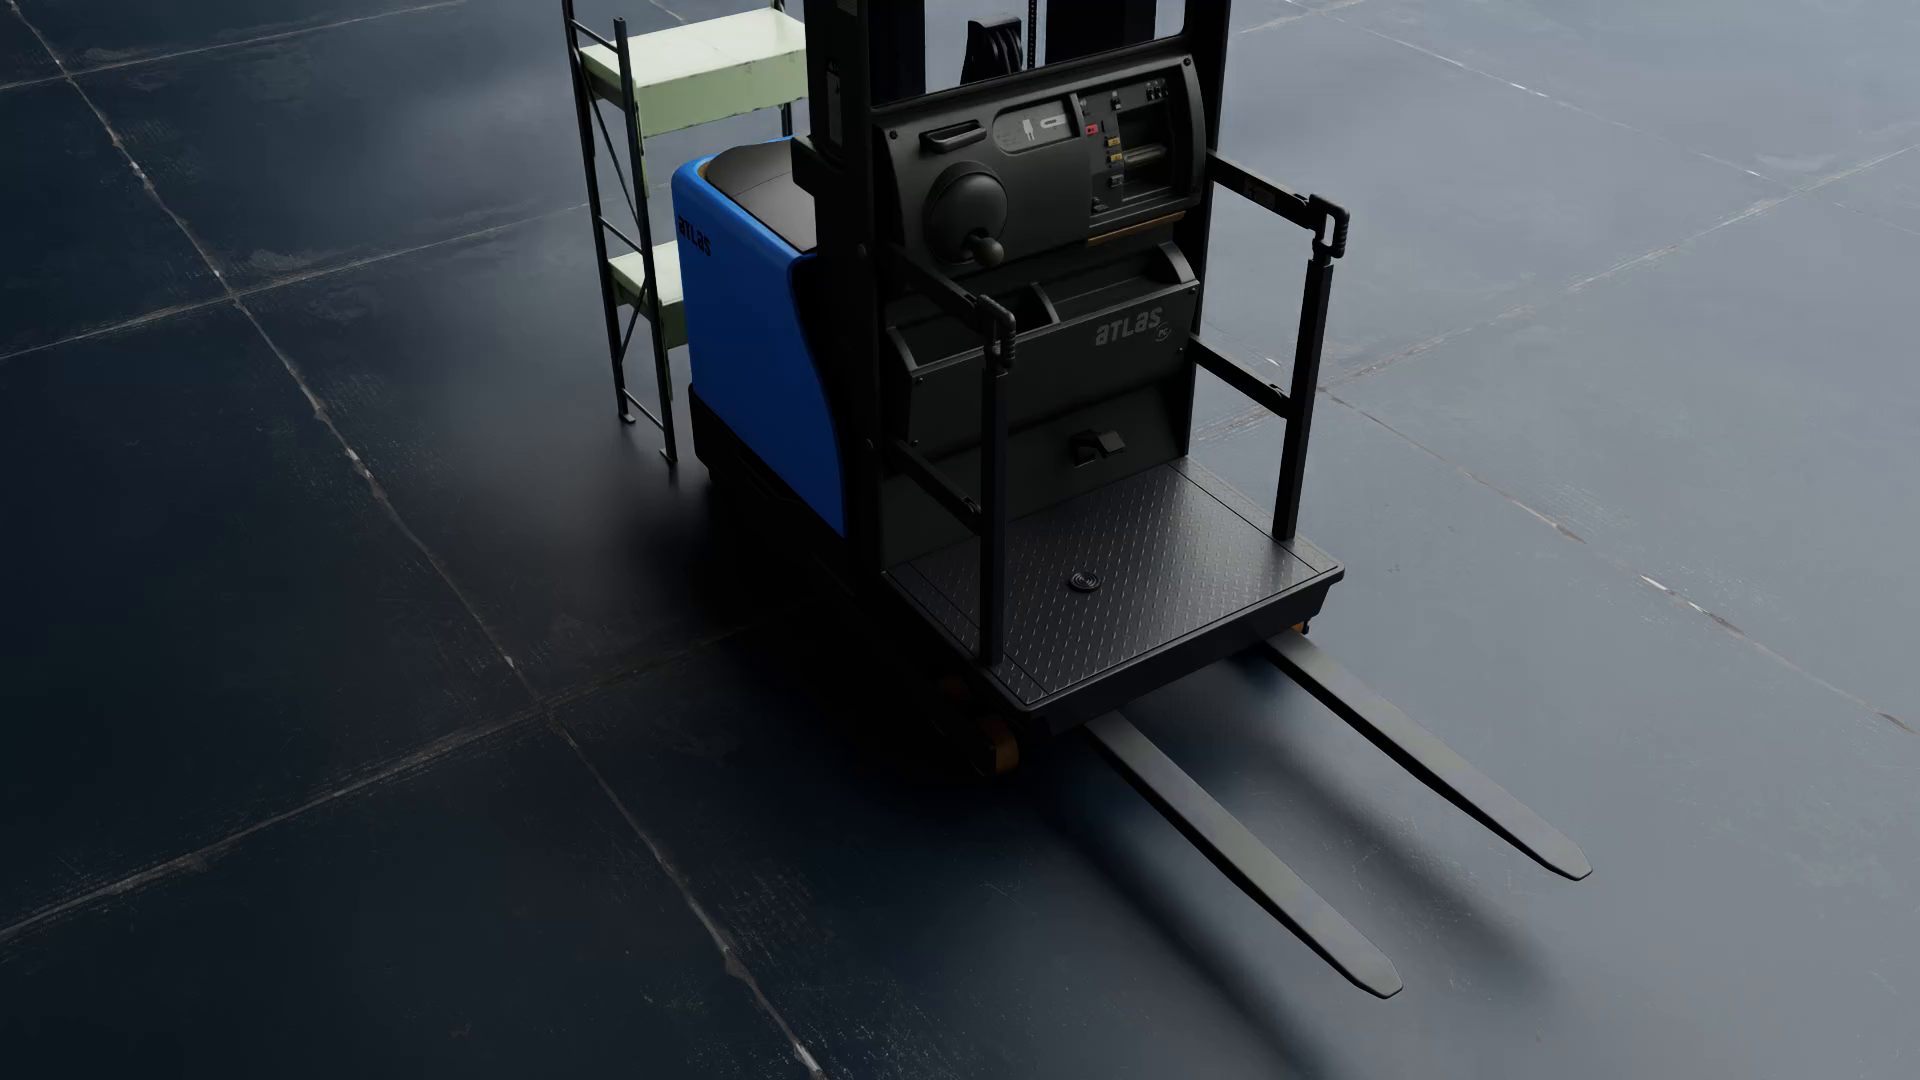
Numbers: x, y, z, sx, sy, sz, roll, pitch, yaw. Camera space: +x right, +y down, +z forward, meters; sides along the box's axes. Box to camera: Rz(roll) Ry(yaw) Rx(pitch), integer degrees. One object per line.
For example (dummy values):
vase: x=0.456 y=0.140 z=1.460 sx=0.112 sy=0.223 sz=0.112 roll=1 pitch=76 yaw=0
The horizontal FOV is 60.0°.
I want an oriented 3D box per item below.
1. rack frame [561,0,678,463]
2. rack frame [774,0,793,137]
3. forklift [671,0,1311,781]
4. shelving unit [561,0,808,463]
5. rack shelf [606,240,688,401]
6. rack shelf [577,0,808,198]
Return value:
rack frame: x=-1.080 y=-0.967 z=5.310 sx=0.023 sy=1.500 sz=0.400 roll=-23 pitch=42 yaw=-28
rack frame: x=-0.486 y=-1.216 z=5.657 sx=0.023 sy=1.500 sz=0.400 roll=-23 pitch=42 yaw=-28
forklift: x=0.345 y=-0.883 z=3.968 sx=1.130 sy=2.935 sz=3.031 roll=-21 pitch=41 yaw=-26
shelving unit: x=-0.783 y=-1.092 z=5.483 sx=0.755 sy=1.500 sz=0.431 roll=-23 pitch=42 yaw=-28
rack shelf: x=-0.783 y=-0.827 z=5.674 sx=0.720 sy=0.370 sz=0.431 roll=-23 pitch=42 yaw=-28
rack shelf: x=-0.783 y=-1.408 z=5.255 sx=0.720 sy=0.370 sz=0.431 roll=-23 pitch=42 yaw=-28
